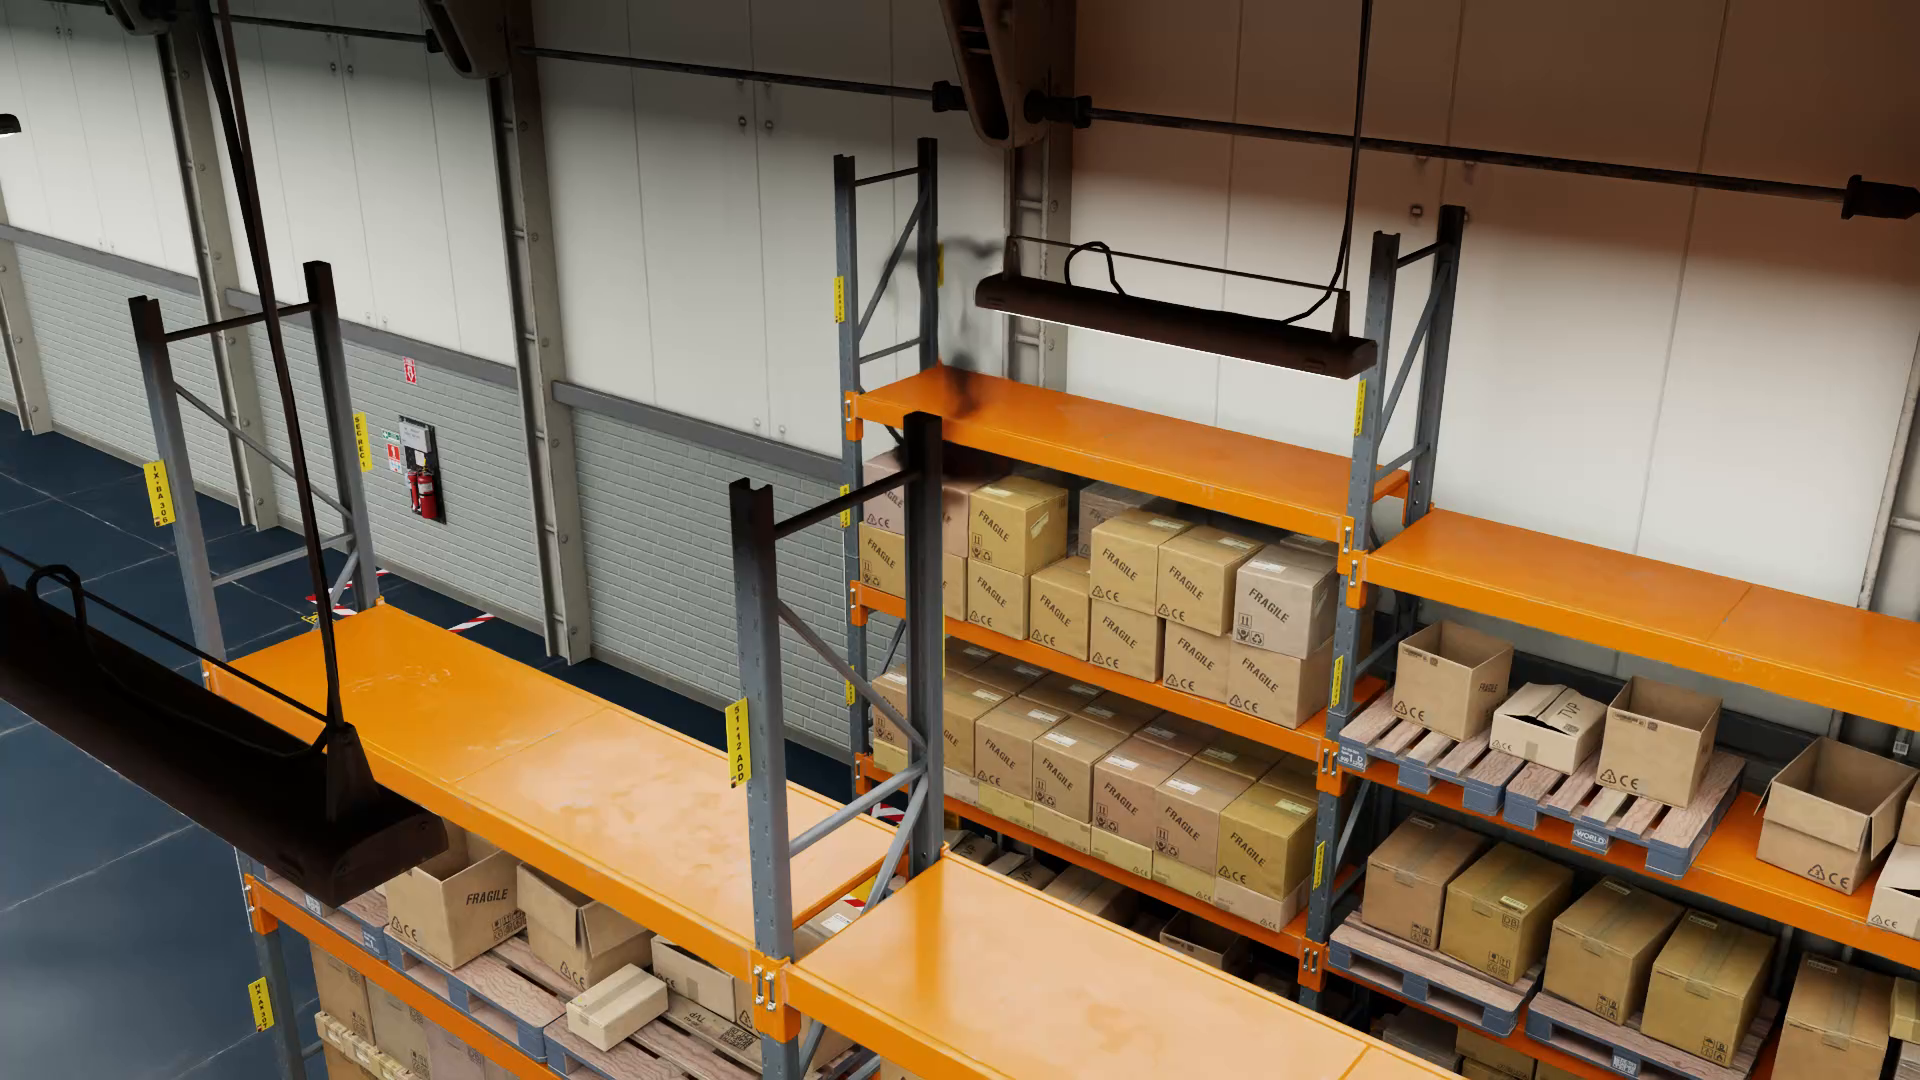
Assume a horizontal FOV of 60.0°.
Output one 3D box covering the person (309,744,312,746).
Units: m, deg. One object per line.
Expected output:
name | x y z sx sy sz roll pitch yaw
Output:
person | -5.242 1.841 14.227 0.841 1.633 0.619 -14 27 -30
